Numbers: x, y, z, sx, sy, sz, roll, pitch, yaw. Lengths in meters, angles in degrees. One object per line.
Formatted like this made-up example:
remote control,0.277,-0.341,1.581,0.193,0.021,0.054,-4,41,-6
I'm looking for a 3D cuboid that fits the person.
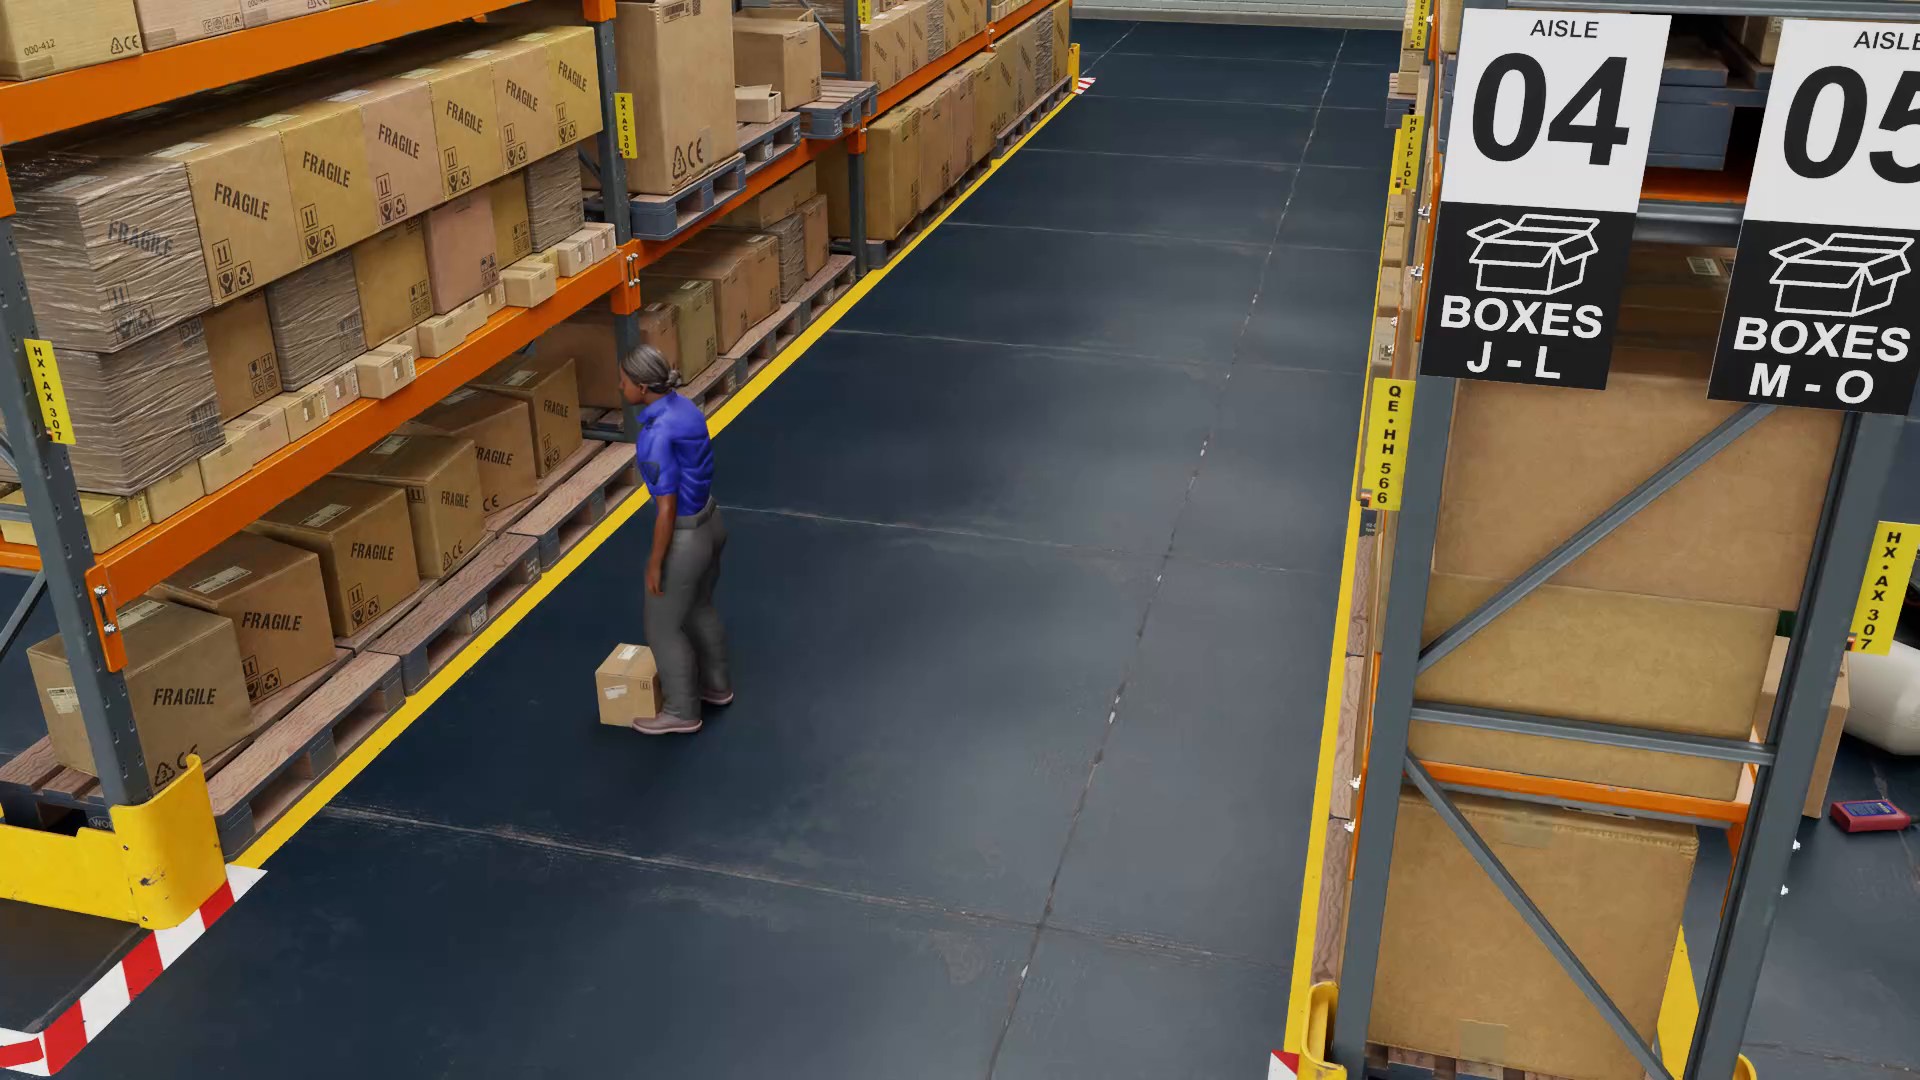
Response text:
person,-1.124,-0.015,6.585,0.351,1.571,0.500,5,26,10
